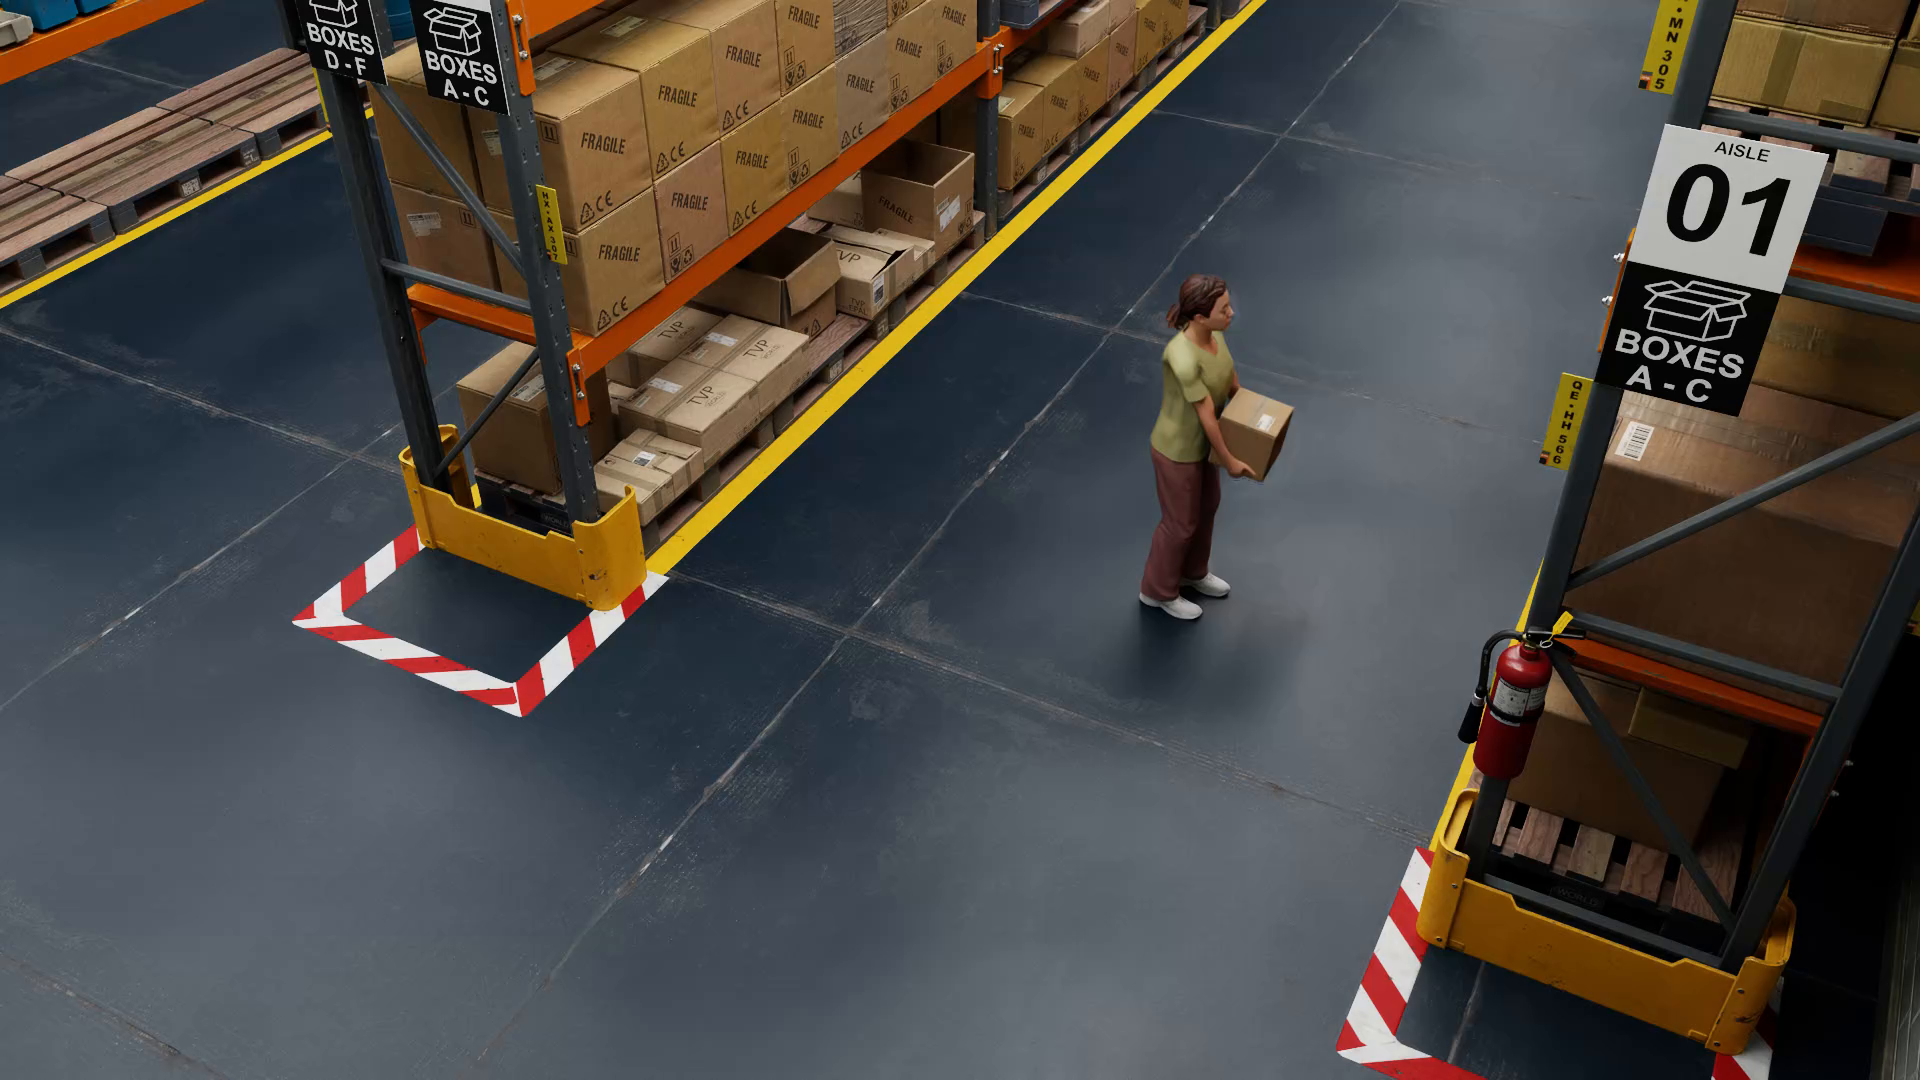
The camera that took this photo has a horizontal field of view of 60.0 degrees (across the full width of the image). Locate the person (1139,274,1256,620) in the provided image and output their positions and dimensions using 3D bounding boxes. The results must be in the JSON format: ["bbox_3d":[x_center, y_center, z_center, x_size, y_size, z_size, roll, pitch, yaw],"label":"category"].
[{"bbox_3d":[1.084,-0.389,7.255,0.514,1.669,0.406,17,41,21],"label":"person"}]
